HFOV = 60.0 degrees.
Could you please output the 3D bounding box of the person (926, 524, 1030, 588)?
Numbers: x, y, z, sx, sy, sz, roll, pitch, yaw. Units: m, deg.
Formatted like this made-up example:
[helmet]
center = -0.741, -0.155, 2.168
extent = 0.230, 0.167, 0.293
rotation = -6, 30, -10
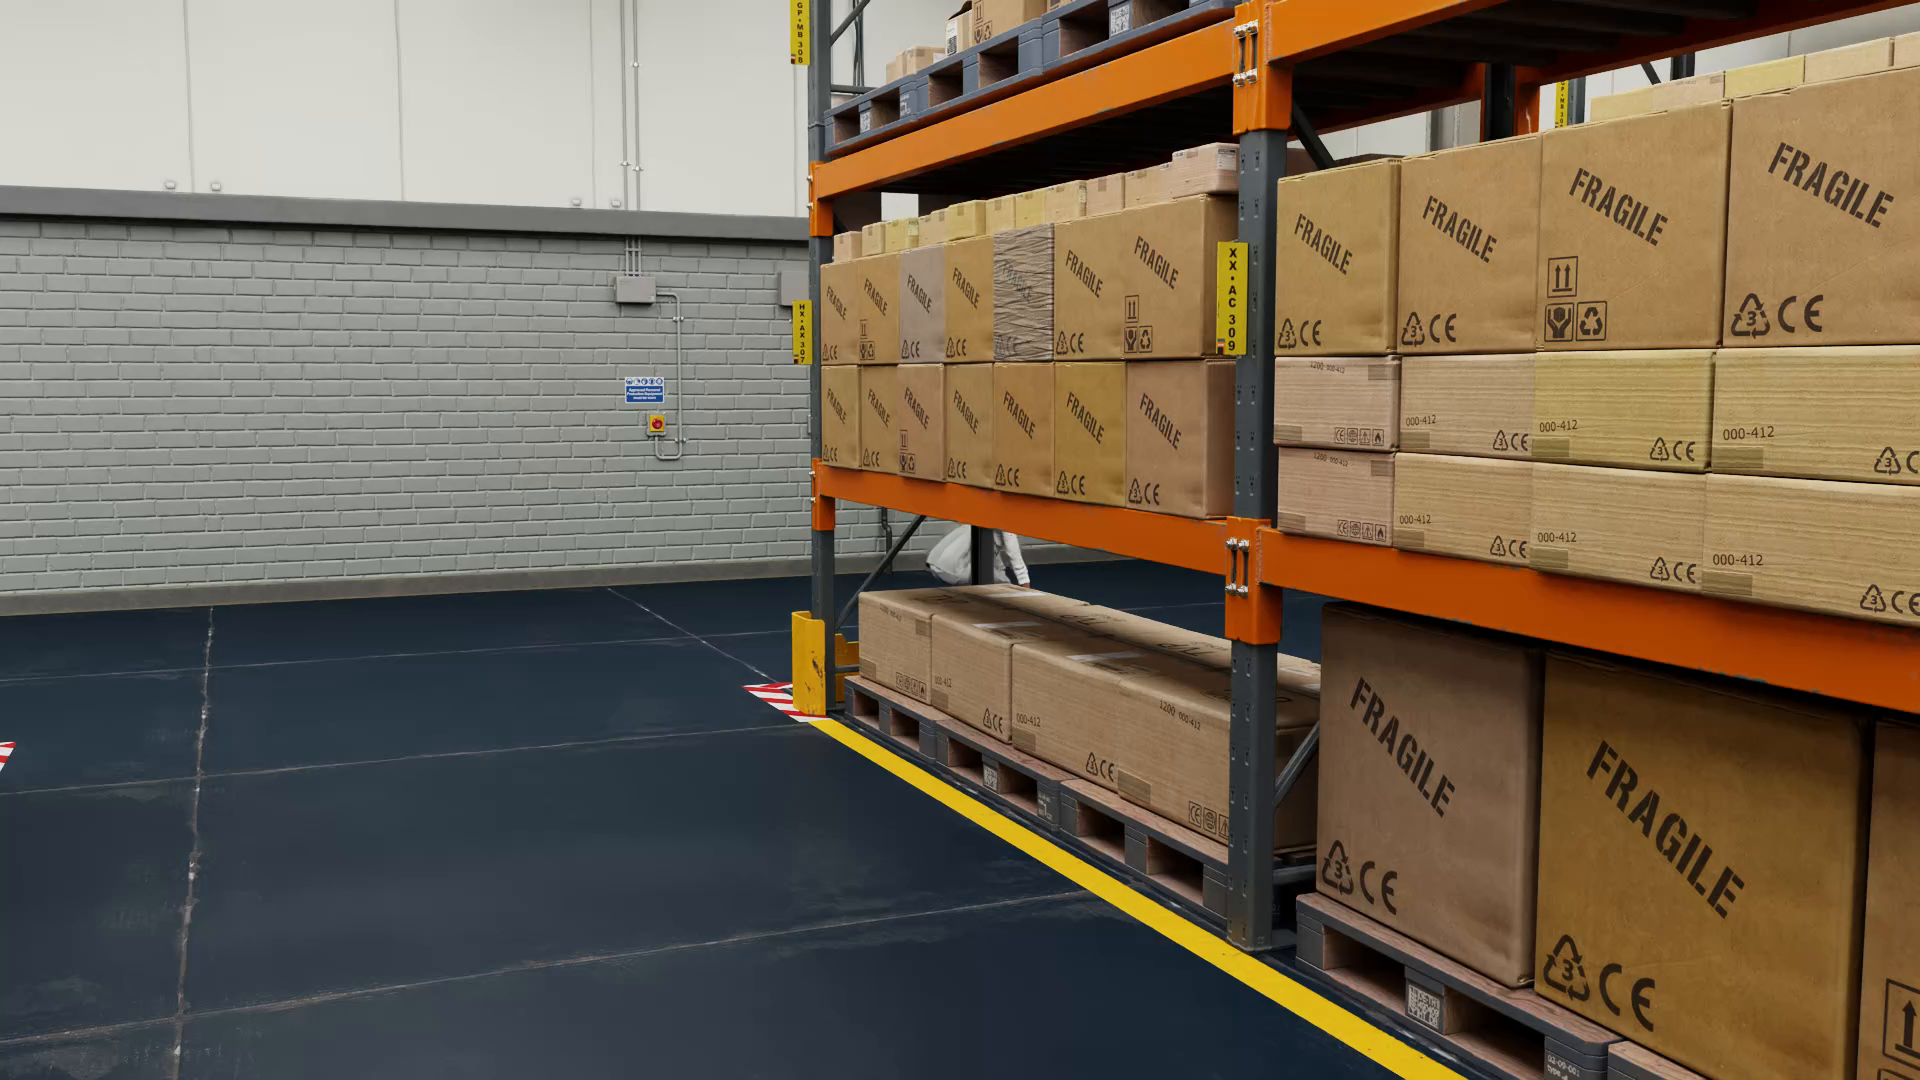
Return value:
[person]
center = 0.146, 0.240, 11.164
extent = 0.792, 0.838, 0.448
rotation = -2, 6, -24
